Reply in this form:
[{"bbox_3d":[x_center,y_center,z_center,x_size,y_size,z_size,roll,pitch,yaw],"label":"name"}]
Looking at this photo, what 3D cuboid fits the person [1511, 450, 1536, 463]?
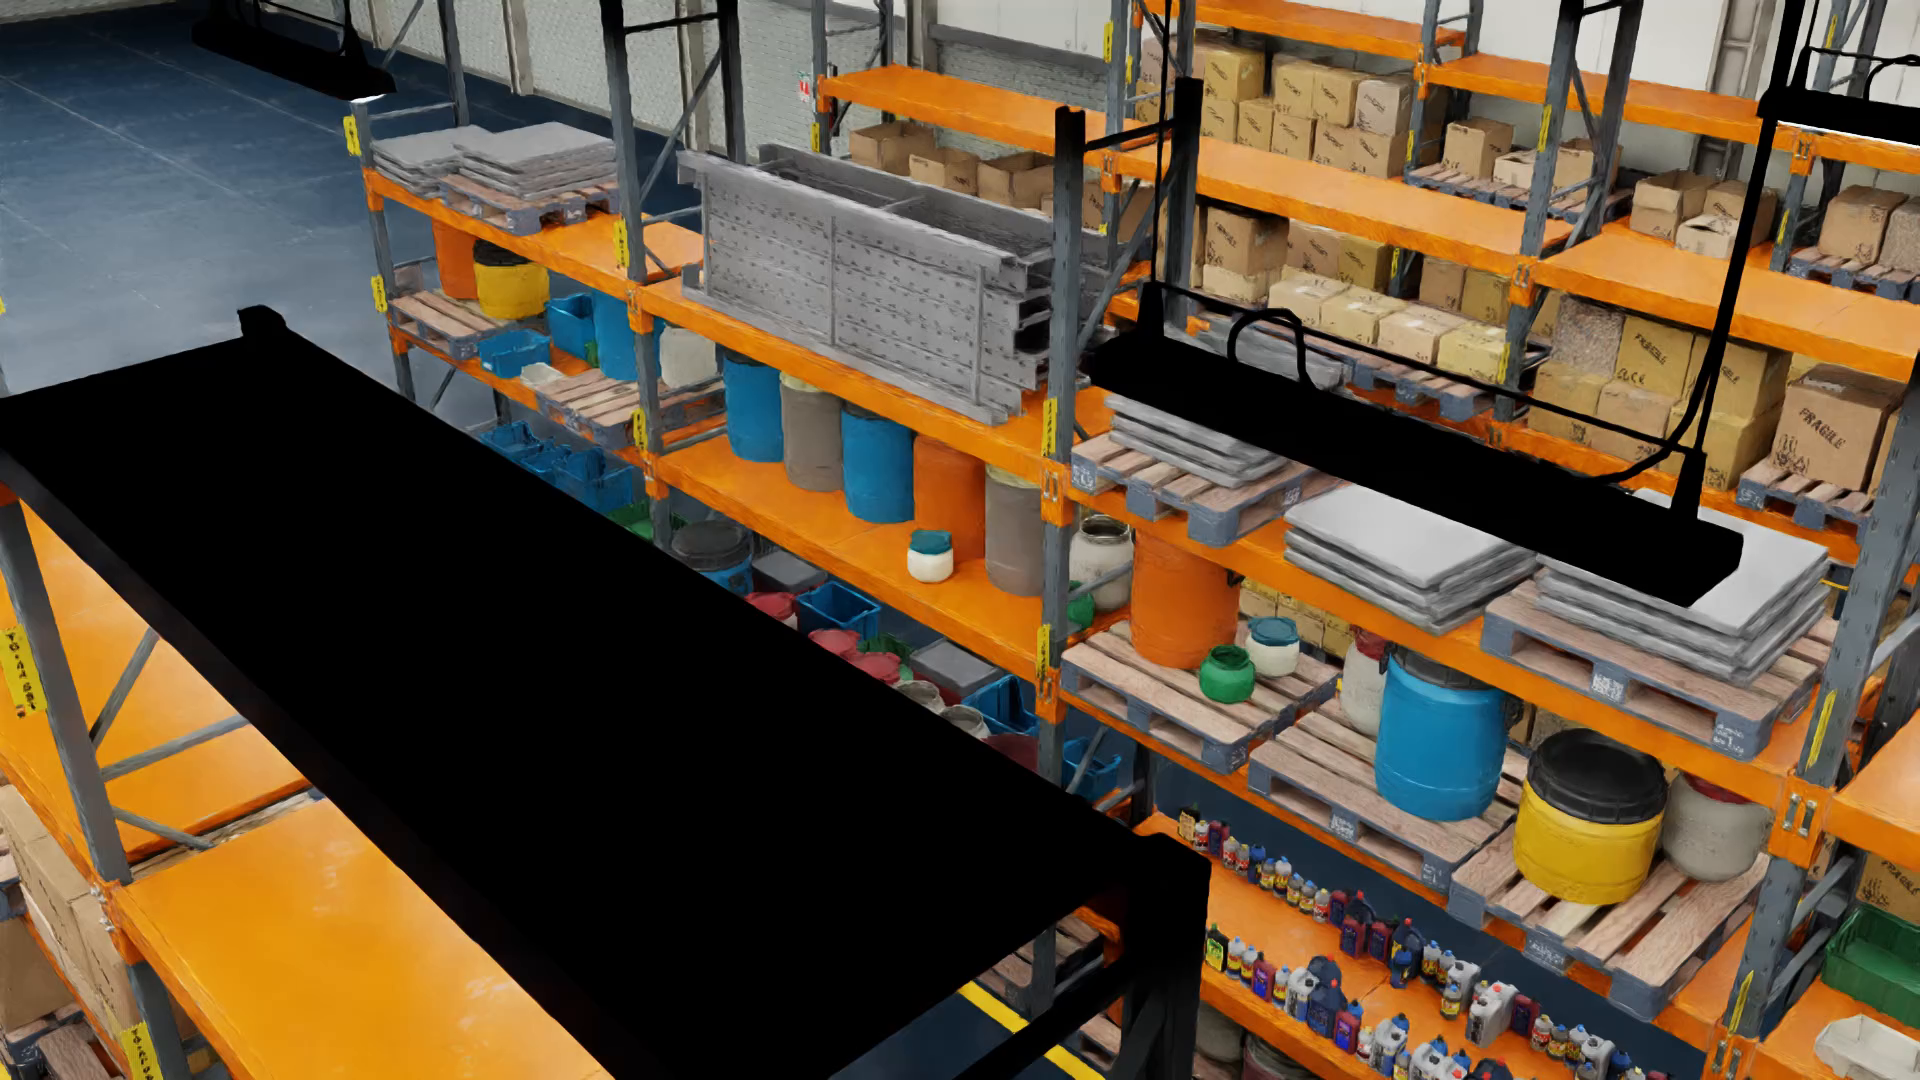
[{"bbox_3d":[5.086,-0.116,15.302,0.462,1.659,0.498,-6,29,-12],"label":"person"}]
